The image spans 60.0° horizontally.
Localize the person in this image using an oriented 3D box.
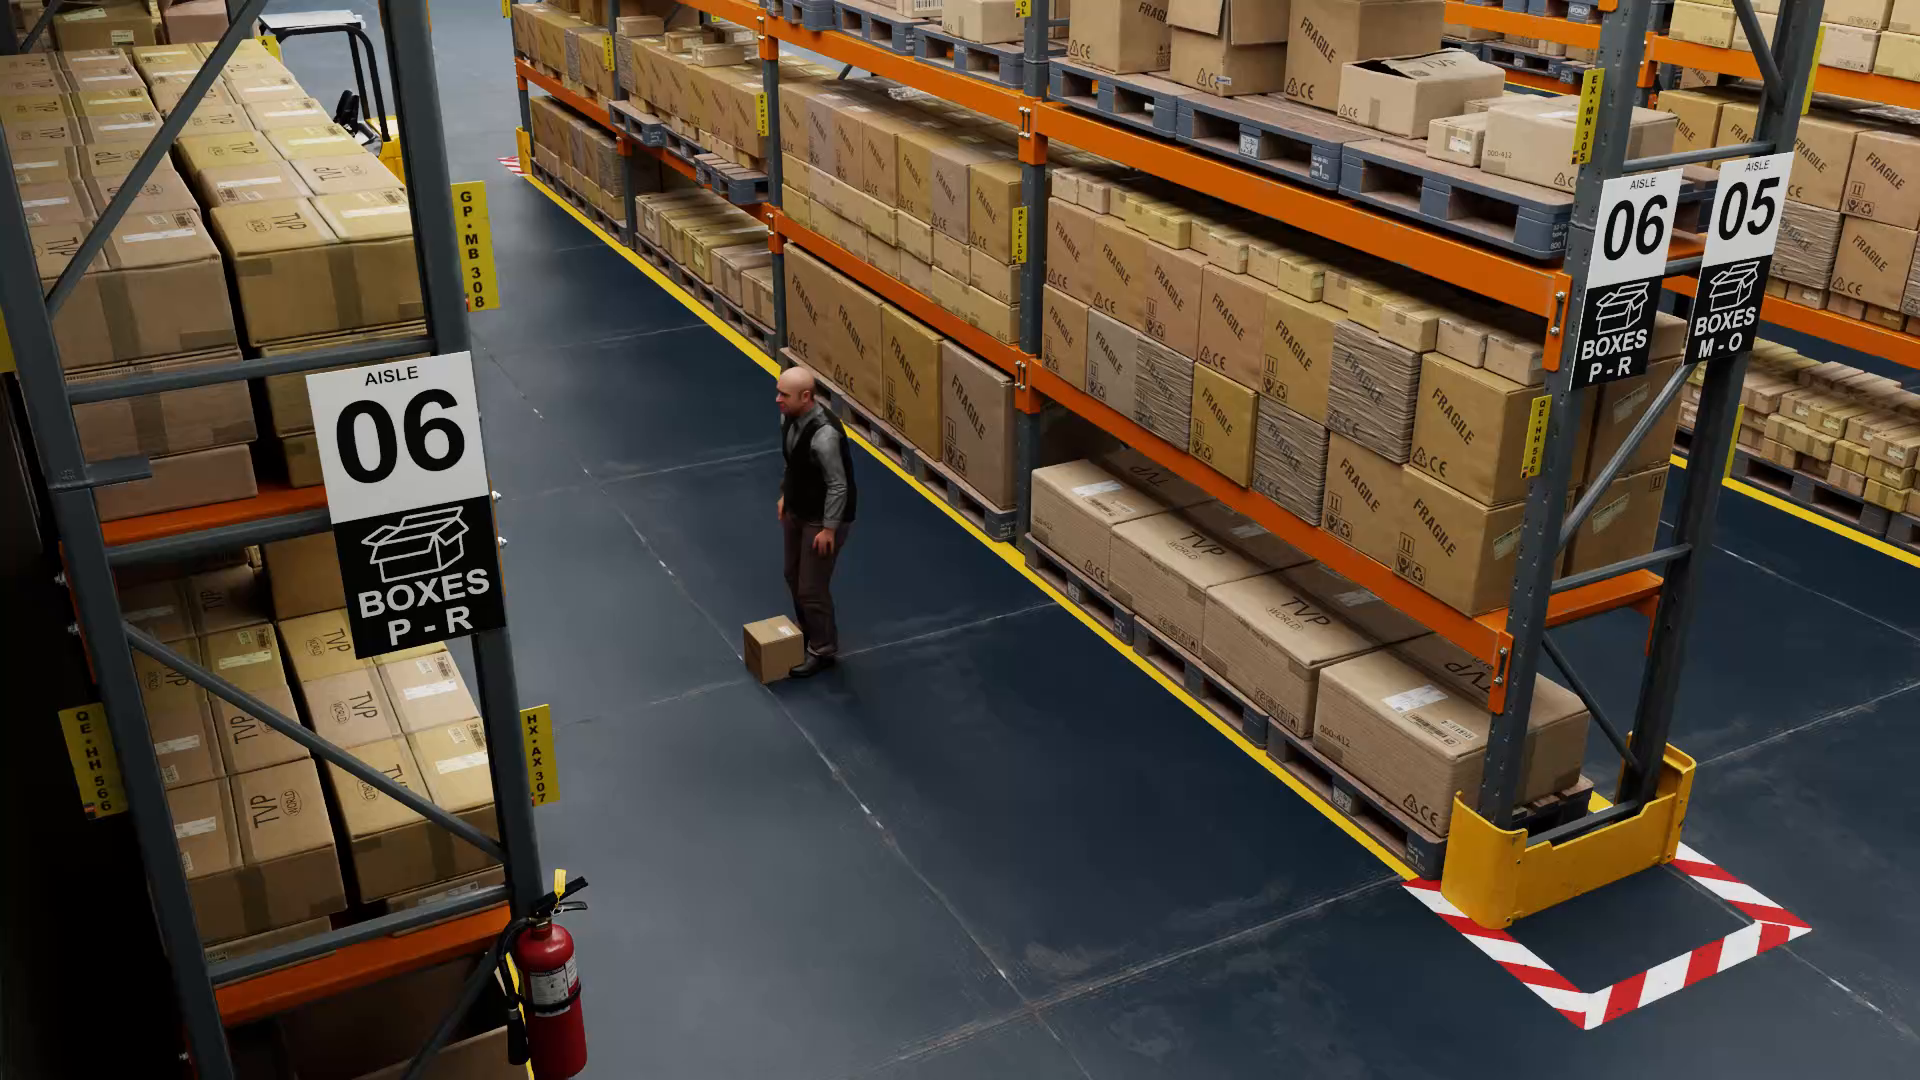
[{"bbox_3d":[-0.794,-0.120,8.889,0.462,1.721,0.588,-14,29,-26],"label":"person"}]
